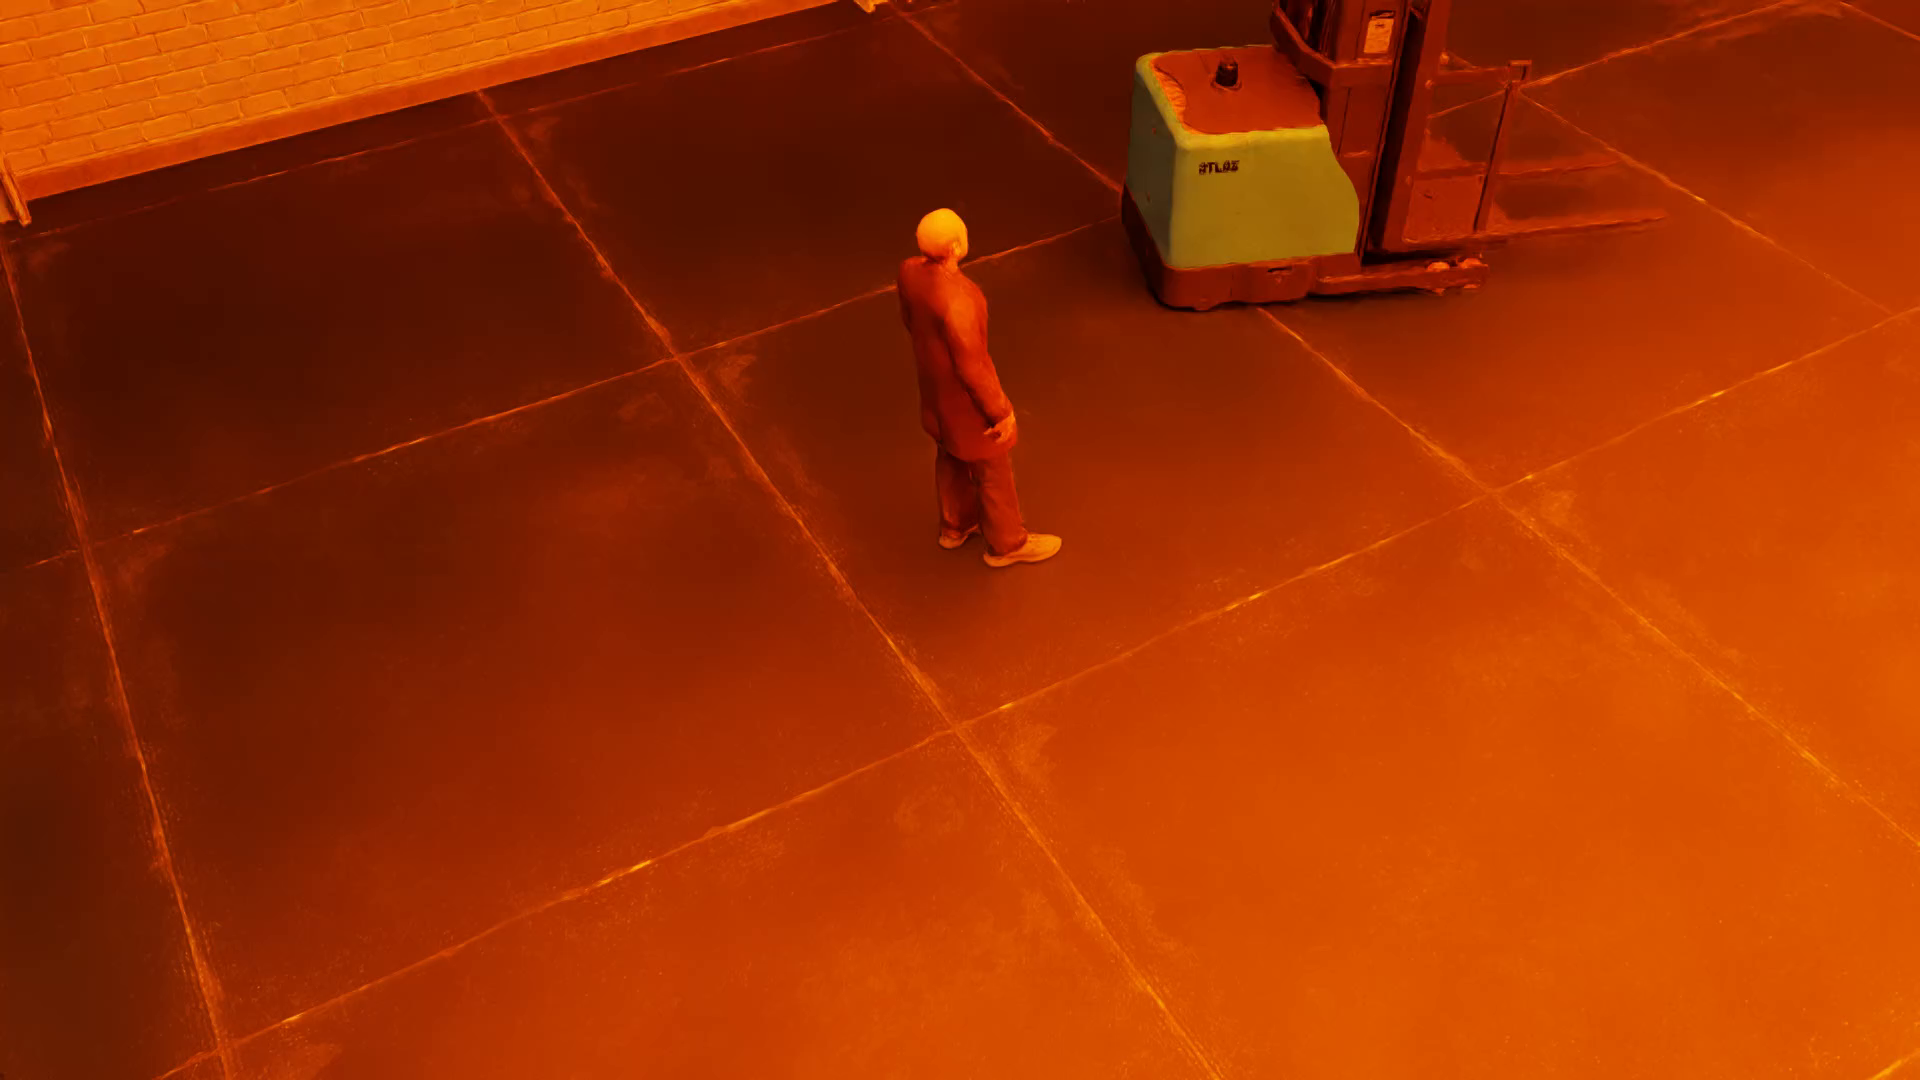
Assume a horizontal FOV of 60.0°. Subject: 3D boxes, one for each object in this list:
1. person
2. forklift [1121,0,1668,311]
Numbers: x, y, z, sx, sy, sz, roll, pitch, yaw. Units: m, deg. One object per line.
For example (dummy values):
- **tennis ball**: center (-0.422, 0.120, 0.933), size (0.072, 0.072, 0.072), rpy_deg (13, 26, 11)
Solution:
- **person**: center (0.082, -0.685, 7.274), size (0.580, 1.776, 0.694), rpy_deg (-21, 47, -21)
- **forklift**: center (2.514, -2.821, 8.739), size (3.031, 2.935, 1.130), rpy_deg (-7, 43, -7)
